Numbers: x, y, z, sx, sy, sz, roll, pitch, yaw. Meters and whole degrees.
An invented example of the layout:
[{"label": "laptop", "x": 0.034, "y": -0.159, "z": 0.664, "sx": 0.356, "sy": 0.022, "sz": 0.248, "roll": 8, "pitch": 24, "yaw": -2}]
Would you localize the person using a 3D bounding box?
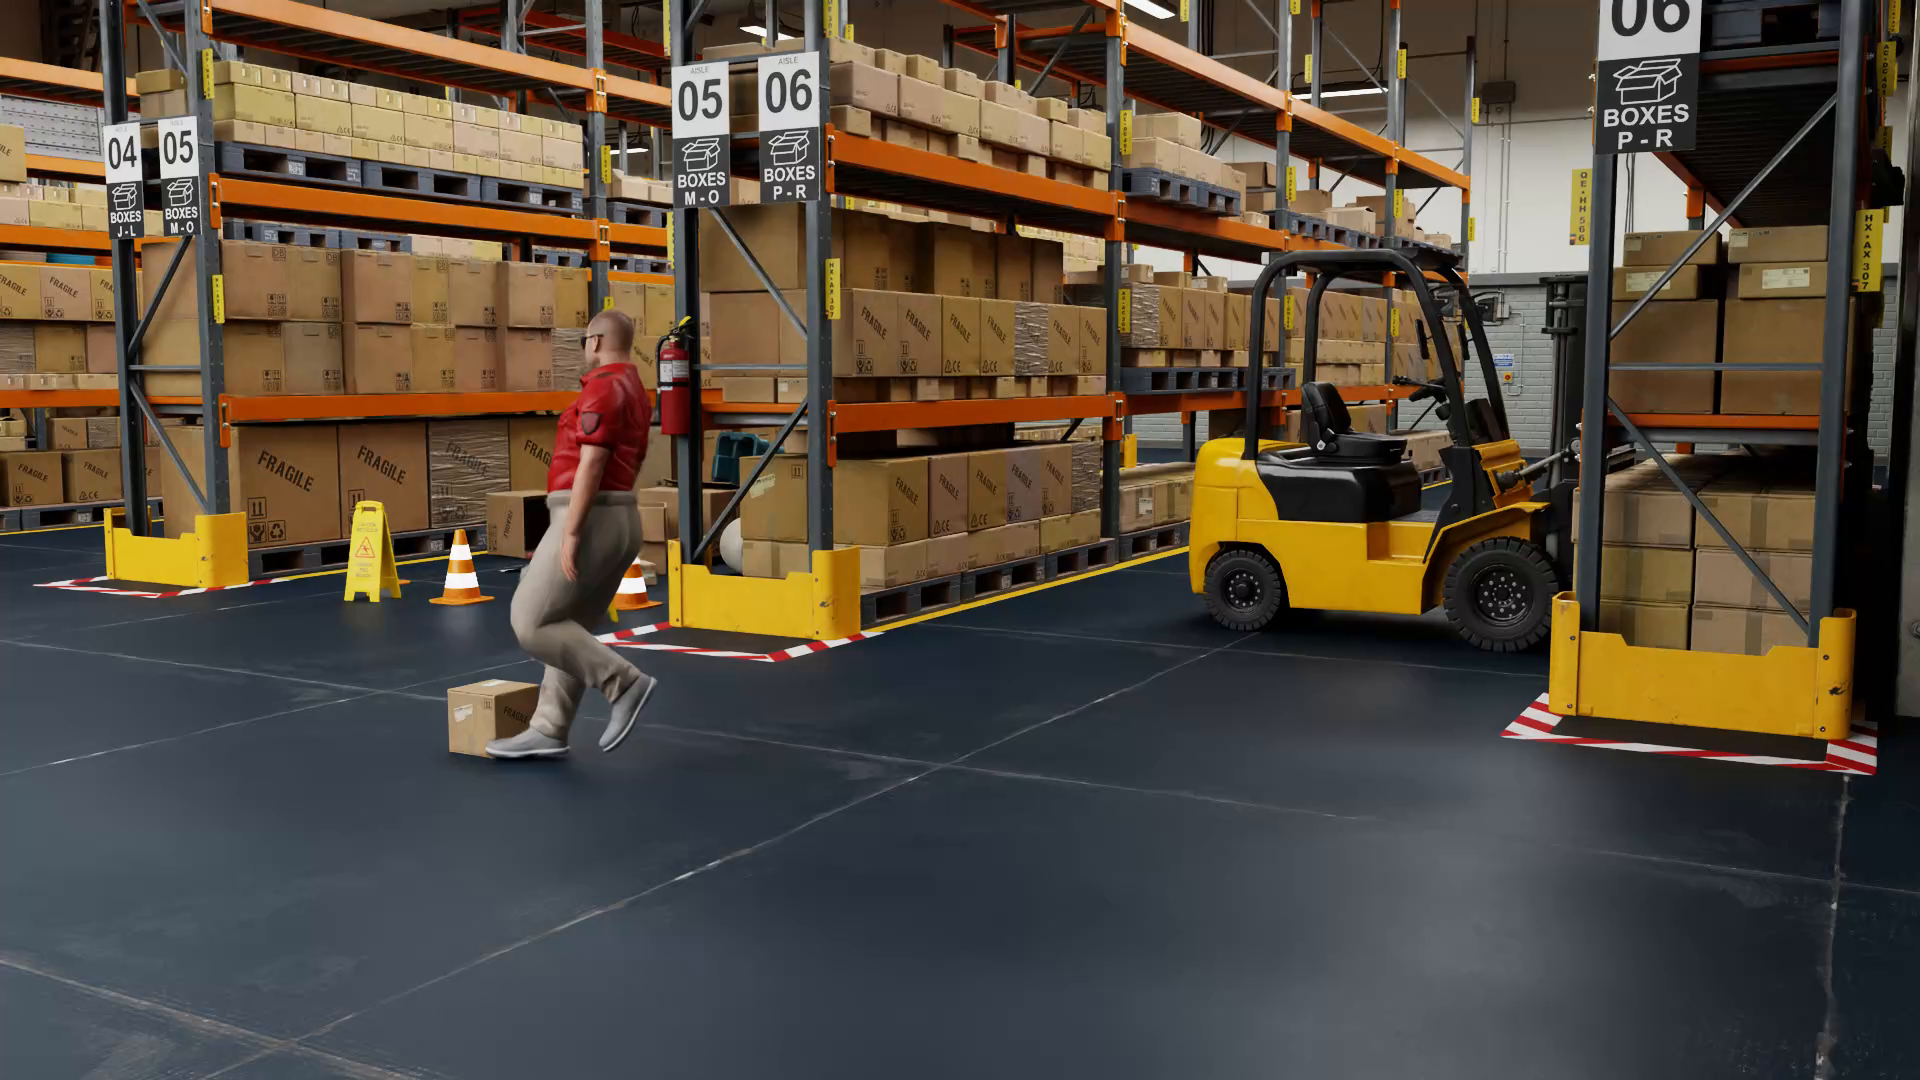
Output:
[{"label": "person", "x": -1.478, "y": -0.013, "z": 6.306, "sx": 0.711, "sy": 1.705, "sz": 0.610, "roll": 1, "pitch": 6, "yaw": 7}]
